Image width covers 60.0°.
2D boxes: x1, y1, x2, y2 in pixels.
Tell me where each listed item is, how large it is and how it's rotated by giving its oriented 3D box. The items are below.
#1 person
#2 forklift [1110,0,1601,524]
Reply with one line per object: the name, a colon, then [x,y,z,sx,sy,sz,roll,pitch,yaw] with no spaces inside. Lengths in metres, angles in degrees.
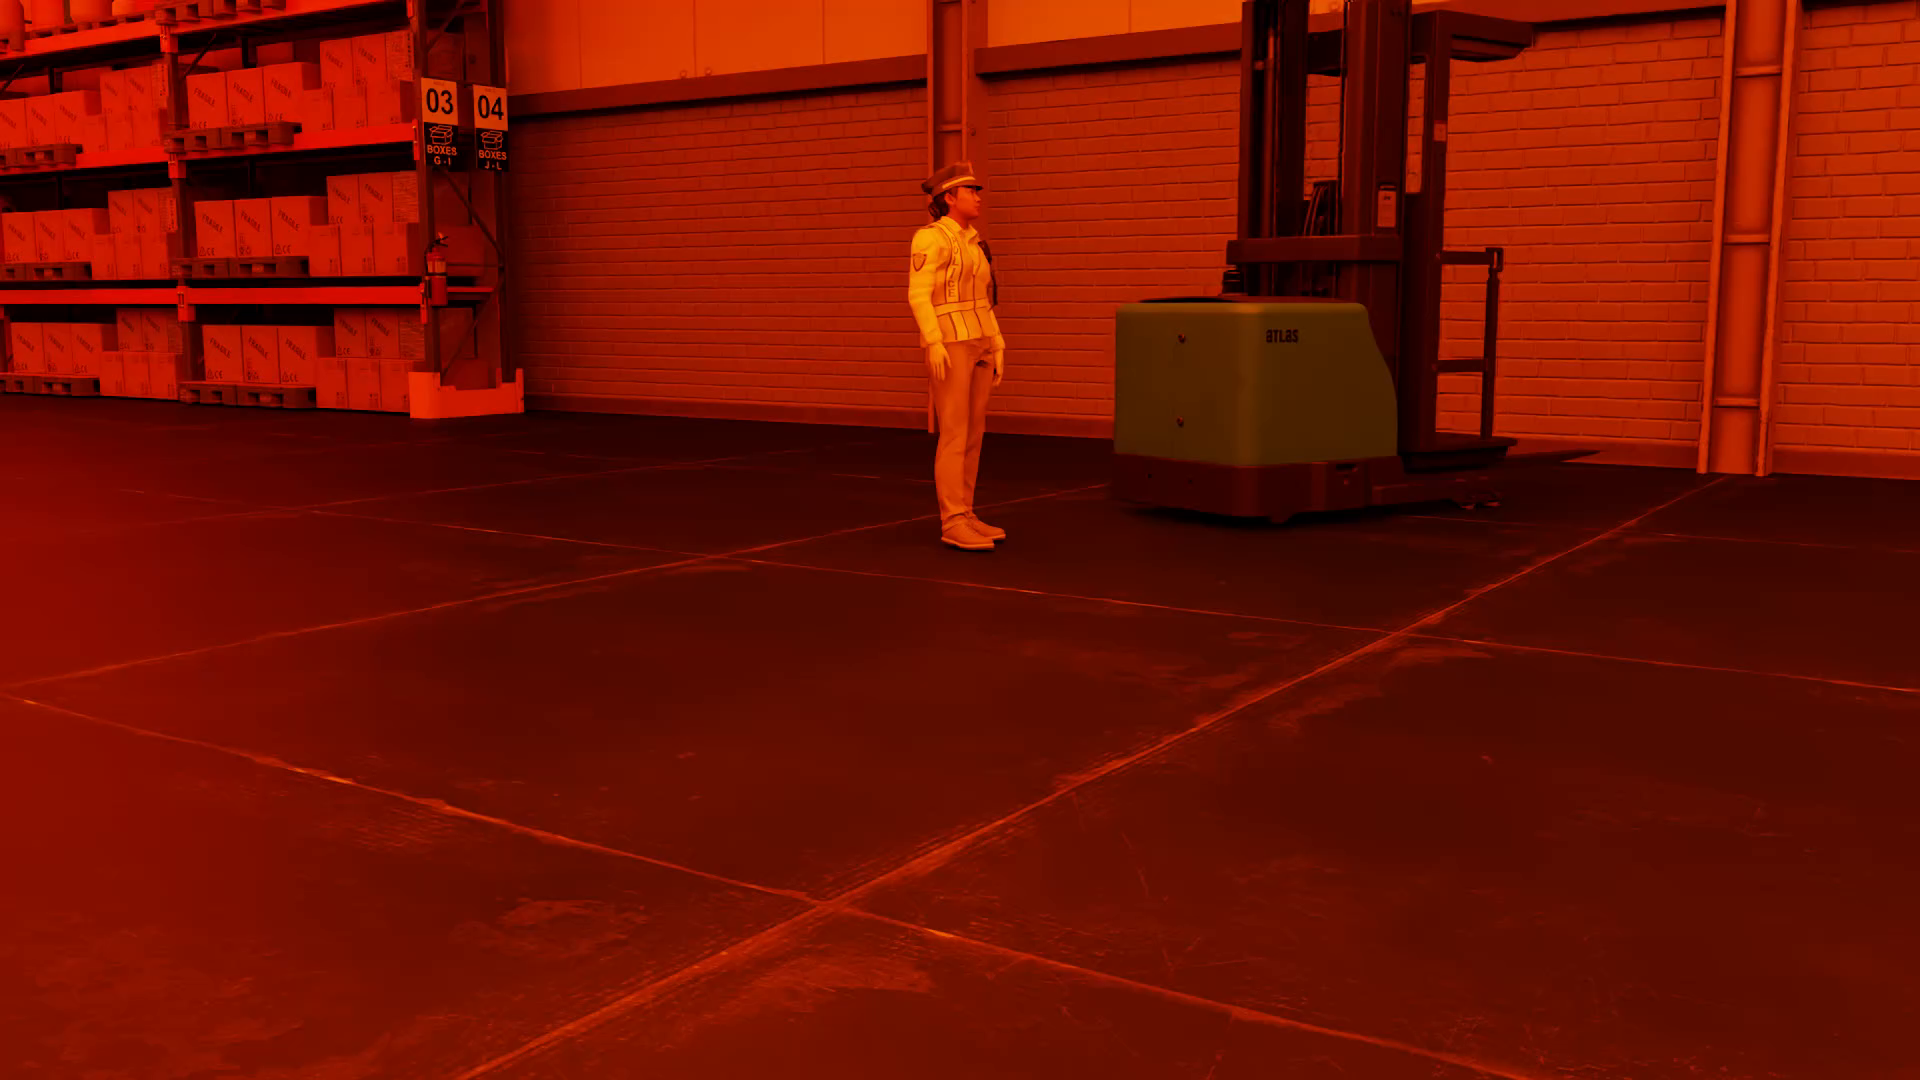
person: [0.053,-0.840,7.440,0.532,1.694,0.586,5,10,34]
forklift: [2.283,-1.663,8.889,3.031,2.935,1.130,-6,10,-34]
